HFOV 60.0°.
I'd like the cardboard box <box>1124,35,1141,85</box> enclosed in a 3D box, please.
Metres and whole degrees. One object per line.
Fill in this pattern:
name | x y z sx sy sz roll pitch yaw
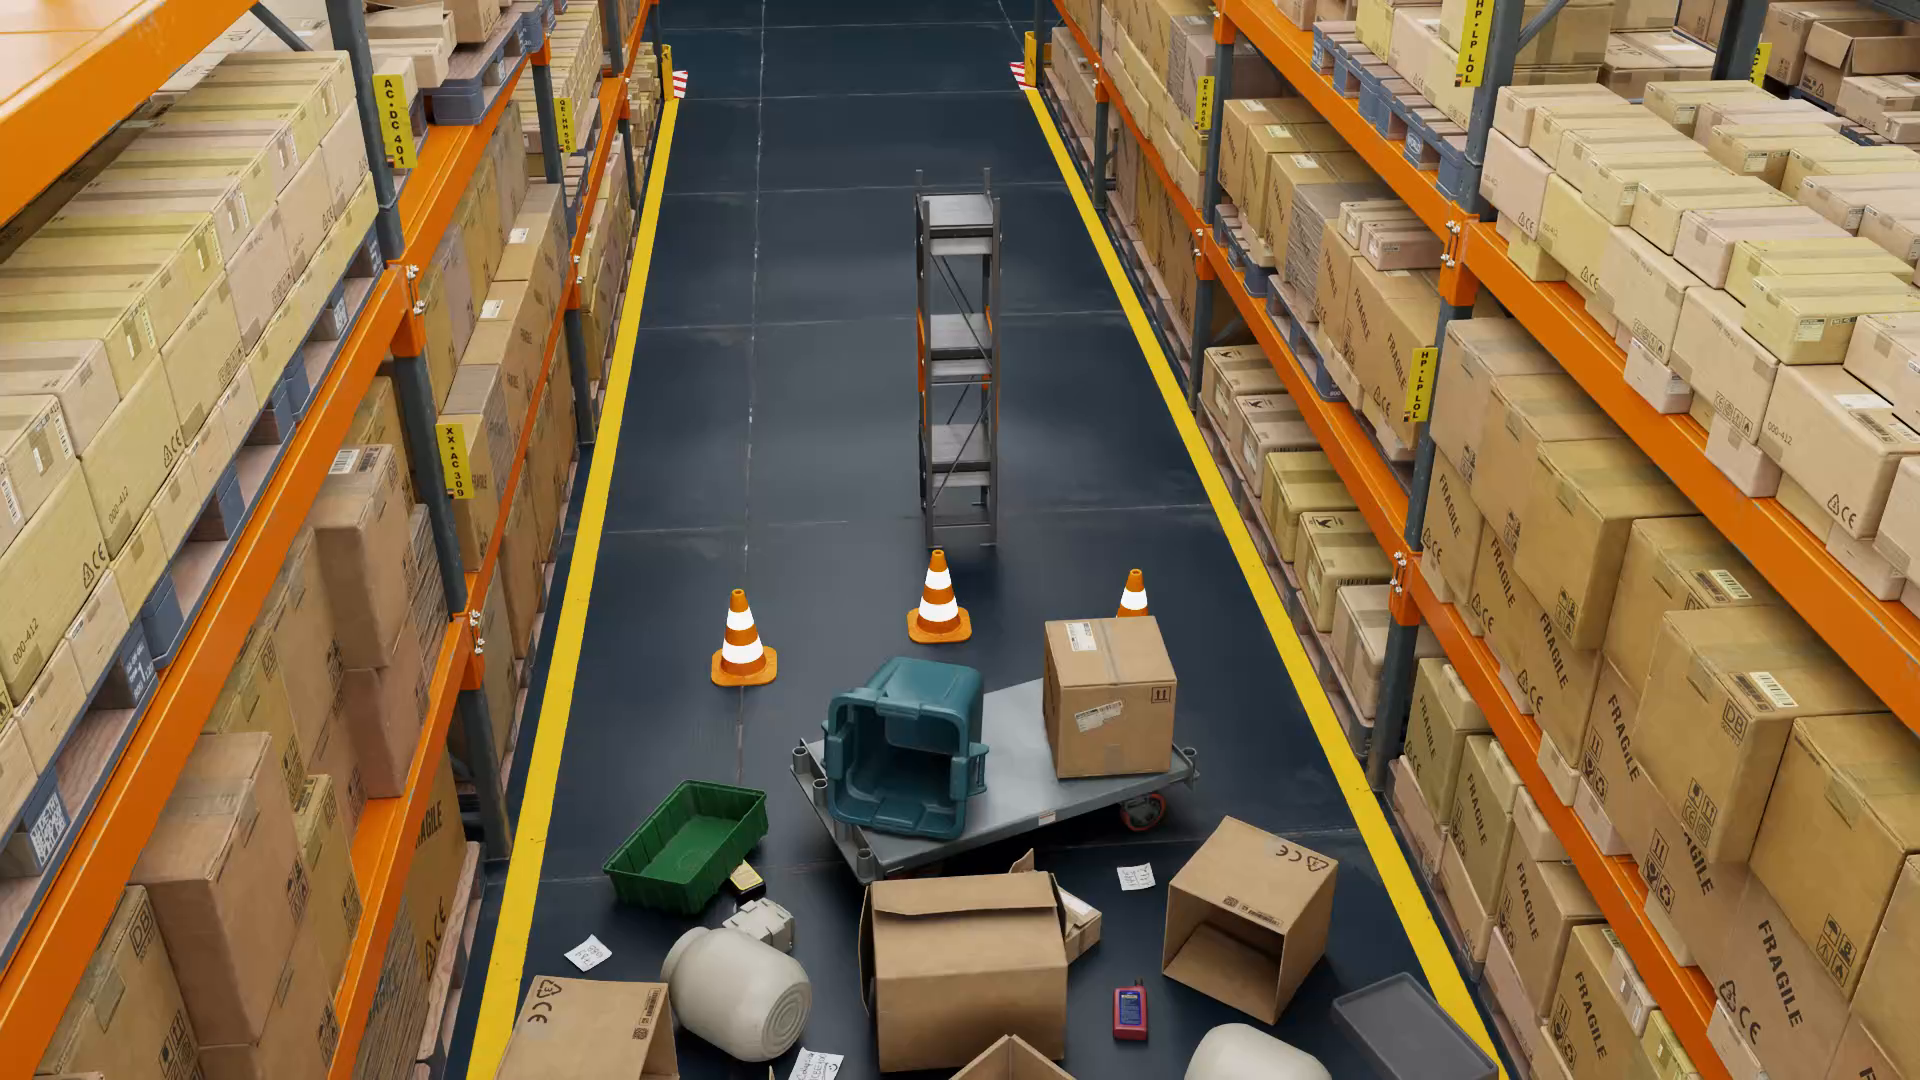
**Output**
cardboard box | 1.530 -3.631 12.563 0.500 0.250 0.500 -2 31 -4

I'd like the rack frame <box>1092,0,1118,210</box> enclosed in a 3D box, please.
rack frame | 1.673 -4.243 13.929 1.000 3.000 0.127 -3 31 -5

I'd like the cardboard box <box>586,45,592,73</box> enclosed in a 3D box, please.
cardboard box | -2.936 -3.560 12.331 0.380 0.149 0.250 -4 31 -6

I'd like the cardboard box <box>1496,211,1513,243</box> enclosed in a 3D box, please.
cardboard box | 2.203 -1.166 6.097 0.380 0.149 0.250 -3 31 -5

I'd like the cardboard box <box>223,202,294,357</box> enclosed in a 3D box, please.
cardboard box | -2.106 -0.691 4.407 0.500 0.250 0.500 -3 31 -5

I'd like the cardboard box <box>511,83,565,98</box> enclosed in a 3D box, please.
cardboard box | -2.793 -2.883 10.907 0.380 0.149 0.250 -4 31 -7

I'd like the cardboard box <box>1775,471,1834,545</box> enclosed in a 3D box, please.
cardboard box | 2.390 -0.120 4.346 0.380 0.149 0.250 -4 31 -6

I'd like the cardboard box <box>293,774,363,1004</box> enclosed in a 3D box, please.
cardboard box | -2.296 1.080 4.870 0.875 0.550 0.500 -3 31 -5

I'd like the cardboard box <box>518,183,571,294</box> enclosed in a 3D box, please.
cardboard box | -2.563 -1.738 9.637 0.500 0.500 0.500 -3 31 -5

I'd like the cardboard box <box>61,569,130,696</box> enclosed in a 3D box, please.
cardboard box | -1.910 0.192 3.318 0.380 0.149 0.250 -3 31 -4

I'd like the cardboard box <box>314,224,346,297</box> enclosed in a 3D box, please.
cardboard box | -2.097 -0.842 5.047 0.380 0.149 0.250 -2 31 -4

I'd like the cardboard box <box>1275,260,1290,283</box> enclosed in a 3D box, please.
cardboard box | 1.970 -1.550 9.255 0.380 0.149 0.250 -1 31 -2

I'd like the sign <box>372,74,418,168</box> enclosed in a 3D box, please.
sign | -1.946 -1.441 5.731 0.100 0.325 0.005 -3 31 -5

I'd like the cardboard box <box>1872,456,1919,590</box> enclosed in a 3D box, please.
cardboard box | 2.445 0.027 3.712 0.500 0.250 0.500 -3 31 -5

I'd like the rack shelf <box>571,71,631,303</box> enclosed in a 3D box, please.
rack shelf | -3.059 -2.624 11.920 1.077 0.370 4.000 -3 31 -5

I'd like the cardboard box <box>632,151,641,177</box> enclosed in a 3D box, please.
cardboard box | -2.962 -3.239 14.328 0.380 0.149 0.250 -1 31 -2

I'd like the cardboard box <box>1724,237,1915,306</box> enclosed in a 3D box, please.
cardboard box | 2.352 -0.715 4.564 0.380 0.149 0.250 -2 31 -4

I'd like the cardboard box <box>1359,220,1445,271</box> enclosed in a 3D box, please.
cardboard box | 2.075 -1.364 7.679 0.380 0.149 0.250 -4 31 -6

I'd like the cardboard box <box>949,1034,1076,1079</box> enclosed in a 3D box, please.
cardboard box | 0.109 2.180 5.610 0.637 0.503 0.797 27 40 37

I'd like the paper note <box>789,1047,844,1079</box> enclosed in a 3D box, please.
paper note | -0.550 2.014 6.357 0.172 0.023 0.155 8 32 13

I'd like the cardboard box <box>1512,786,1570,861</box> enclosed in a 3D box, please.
cardboard box | 2.236 1.022 6.023 0.380 0.149 0.250 -1 31 -2

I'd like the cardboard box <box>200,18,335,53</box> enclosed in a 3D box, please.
cardboard box | -2.833 -1.936 6.781 0.500 0.250 0.500 -3 31 -5

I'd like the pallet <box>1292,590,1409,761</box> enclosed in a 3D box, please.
pallet | 2.346 0.641 8.471 1.003 0.211 1.213 -3 31 -5

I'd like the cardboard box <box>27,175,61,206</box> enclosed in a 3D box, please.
cardboard box | -2.731 -1.024 4.575 0.380 0.149 0.250 -3 31 -5

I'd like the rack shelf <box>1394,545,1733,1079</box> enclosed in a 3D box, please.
rack shelf | 2.607 1.171 5.566 1.077 0.370 4.000 -3 31 -5

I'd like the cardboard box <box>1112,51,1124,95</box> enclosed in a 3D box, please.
cardboard box | 1.501 -3.677 13.128 0.500 0.250 0.500 -3 31 -6

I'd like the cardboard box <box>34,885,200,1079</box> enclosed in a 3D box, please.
cardboard box | -2.264 1.177 3.656 0.875 0.550 0.550 -3 31 -5

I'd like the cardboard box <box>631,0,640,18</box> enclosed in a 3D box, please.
cardboard box | -3.106 -4.901 14.643 0.500 0.500 0.500 -3 31 -6

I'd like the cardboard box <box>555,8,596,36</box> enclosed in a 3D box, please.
cardboard box | -2.989 -3.949 12.692 0.380 0.149 0.250 -4 31 -6

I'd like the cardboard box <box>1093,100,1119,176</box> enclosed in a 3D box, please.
cardboard box | 1.721 -3.649 15.023 0.875 0.438 0.875 -3 31 -5

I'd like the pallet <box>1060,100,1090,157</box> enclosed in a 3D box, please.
pallet | 1.562 -4.062 16.345 1.003 0.211 1.213 -3 31 -5

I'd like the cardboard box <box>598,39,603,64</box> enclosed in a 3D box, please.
cardboard box | -3.012 -3.833 13.079 0.380 0.149 0.250 -3 31 -6

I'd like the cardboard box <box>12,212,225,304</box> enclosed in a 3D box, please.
cardboard box | -2.005 -0.668 3.980 0.380 0.149 0.250 -2 31 -4

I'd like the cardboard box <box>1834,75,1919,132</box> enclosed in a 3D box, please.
cardboard box | 6.567 -3.079 11.718 0.500 0.250 0.500 -4 31 -7

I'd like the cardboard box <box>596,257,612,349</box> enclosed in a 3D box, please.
cardboard box | -2.735 -1.649 11.614 0.500 0.500 0.500 -2 31 -4

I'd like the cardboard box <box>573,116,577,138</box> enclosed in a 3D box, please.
cardboard box | -2.818 -2.771 11.300 0.380 0.149 0.250 -2 31 -3

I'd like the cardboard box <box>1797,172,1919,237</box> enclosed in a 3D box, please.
cardboard box | 2.780 -0.998 5.039 0.380 0.149 0.250 -3 31 -6

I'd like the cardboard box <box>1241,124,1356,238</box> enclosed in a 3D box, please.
cardboard box | 1.914 -2.045 9.452 0.500 0.500 0.500 -1 31 -2

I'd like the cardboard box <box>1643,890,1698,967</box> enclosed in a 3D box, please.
cardboard box | 2.357 1.161 5.126 0.380 0.149 0.250 -3 31 -5

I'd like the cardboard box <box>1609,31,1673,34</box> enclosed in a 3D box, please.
cardboard box | 2.716 -2.139 7.217 0.500 0.250 0.500 -3 31 -5

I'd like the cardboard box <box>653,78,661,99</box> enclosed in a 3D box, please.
cardboard box | -3.238 -4.568 16.843 0.380 0.149 0.250 -2 31 -3

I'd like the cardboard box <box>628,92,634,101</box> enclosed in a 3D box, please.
cardboard box | -3.209 -4.023 15.351 0.380 0.149 0.250 -4 31 -7

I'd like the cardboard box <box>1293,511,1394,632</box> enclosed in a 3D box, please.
cardboard box | 2.298 0.155 8.719 0.950 0.372 0.625 -1 31 -1

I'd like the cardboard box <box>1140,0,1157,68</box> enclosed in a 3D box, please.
cardboard box | 1.602 -3.698 11.945 0.500 0.500 0.500 -3 31 -5

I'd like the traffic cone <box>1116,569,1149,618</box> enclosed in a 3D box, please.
traffic cone | 0.910 0.365 8.689 0.336 0.463 0.334 -3 31 -5

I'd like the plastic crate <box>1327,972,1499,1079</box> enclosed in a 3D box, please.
plastic crate | 1.750 1.936 6.432 0.402 0.080 0.583 -14 33 -22

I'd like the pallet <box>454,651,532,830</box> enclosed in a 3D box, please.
pallet | -2.646 0.937 7.976 1.003 0.211 1.213 -3 31 -5

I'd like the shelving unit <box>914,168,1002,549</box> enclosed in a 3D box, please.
shelving unit | -0.015 -0.986 9.354 0.431 2.100 0.503 -3 31 -5

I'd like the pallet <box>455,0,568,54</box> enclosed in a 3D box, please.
pallet | -2.760 -2.792 8.759 1.213 0.211 1.003 -1 31 -2

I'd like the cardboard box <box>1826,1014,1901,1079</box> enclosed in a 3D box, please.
cardboard box | 2.469 1.449 4.012 0.500 0.500 0.500 -3 31 -5

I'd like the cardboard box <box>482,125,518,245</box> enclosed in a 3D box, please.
cardboard box | -2.792 -1.896 8.928 0.700 0.500 0.500 -3 31 -5

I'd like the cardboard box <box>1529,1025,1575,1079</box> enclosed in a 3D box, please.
cardboard box | 2.355 1.952 5.829 0.500 0.250 0.500 -4 31 -6

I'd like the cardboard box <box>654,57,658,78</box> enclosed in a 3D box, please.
cardboard box | -3.287 -4.825 16.983 0.380 0.149 0.250 -4 31 -6
